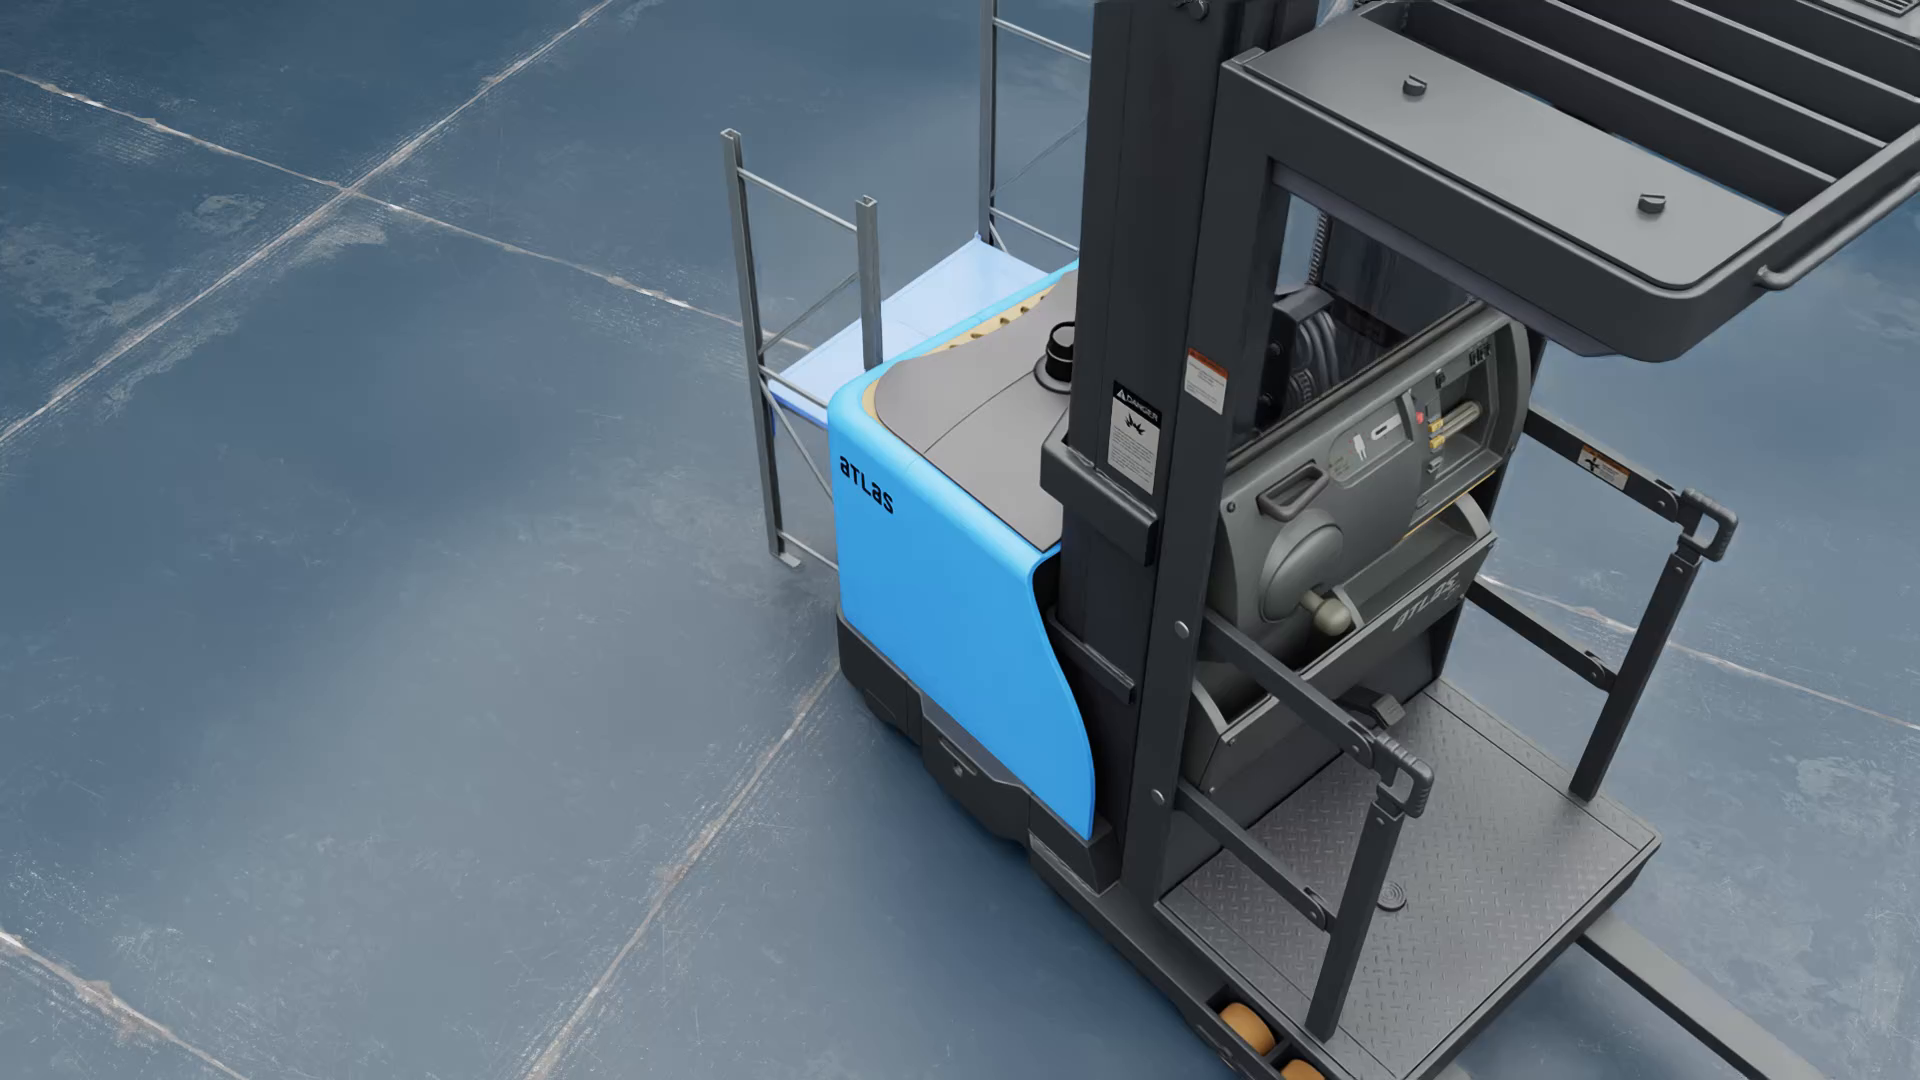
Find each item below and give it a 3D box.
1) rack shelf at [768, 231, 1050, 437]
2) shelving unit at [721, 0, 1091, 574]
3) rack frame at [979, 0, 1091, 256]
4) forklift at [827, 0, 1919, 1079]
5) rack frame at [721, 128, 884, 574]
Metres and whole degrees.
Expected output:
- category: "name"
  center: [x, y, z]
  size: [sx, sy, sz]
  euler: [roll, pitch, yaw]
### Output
- category: "rack shelf"
  center: [-0.069, -0.531, 4.973]
  size: [0.538, 0.185, 1.000]
  euler: [31, 53, 27]
- category: "shelving unit"
  center: [-0.069, -0.657, 4.845]
  size: [0.538, 1.500, 1.048]
  euler: [31, 53, 27]
- category: "rack frame"
  center: [0.259, -0.933, 5.118]
  size: [0.500, 1.500, 0.032]
  euler: [31, 53, 27]
- category: "forklift"
  center: [0.994, -0.065, 3.253]
  size: [1.130, 2.935, 3.031]
  euler: [-31, 53, -27]
- category: "rack frame"
  center: [-0.397, -0.381, 4.572]
  size: [0.500, 1.500, 0.032]
  euler: [31, 53, 27]
